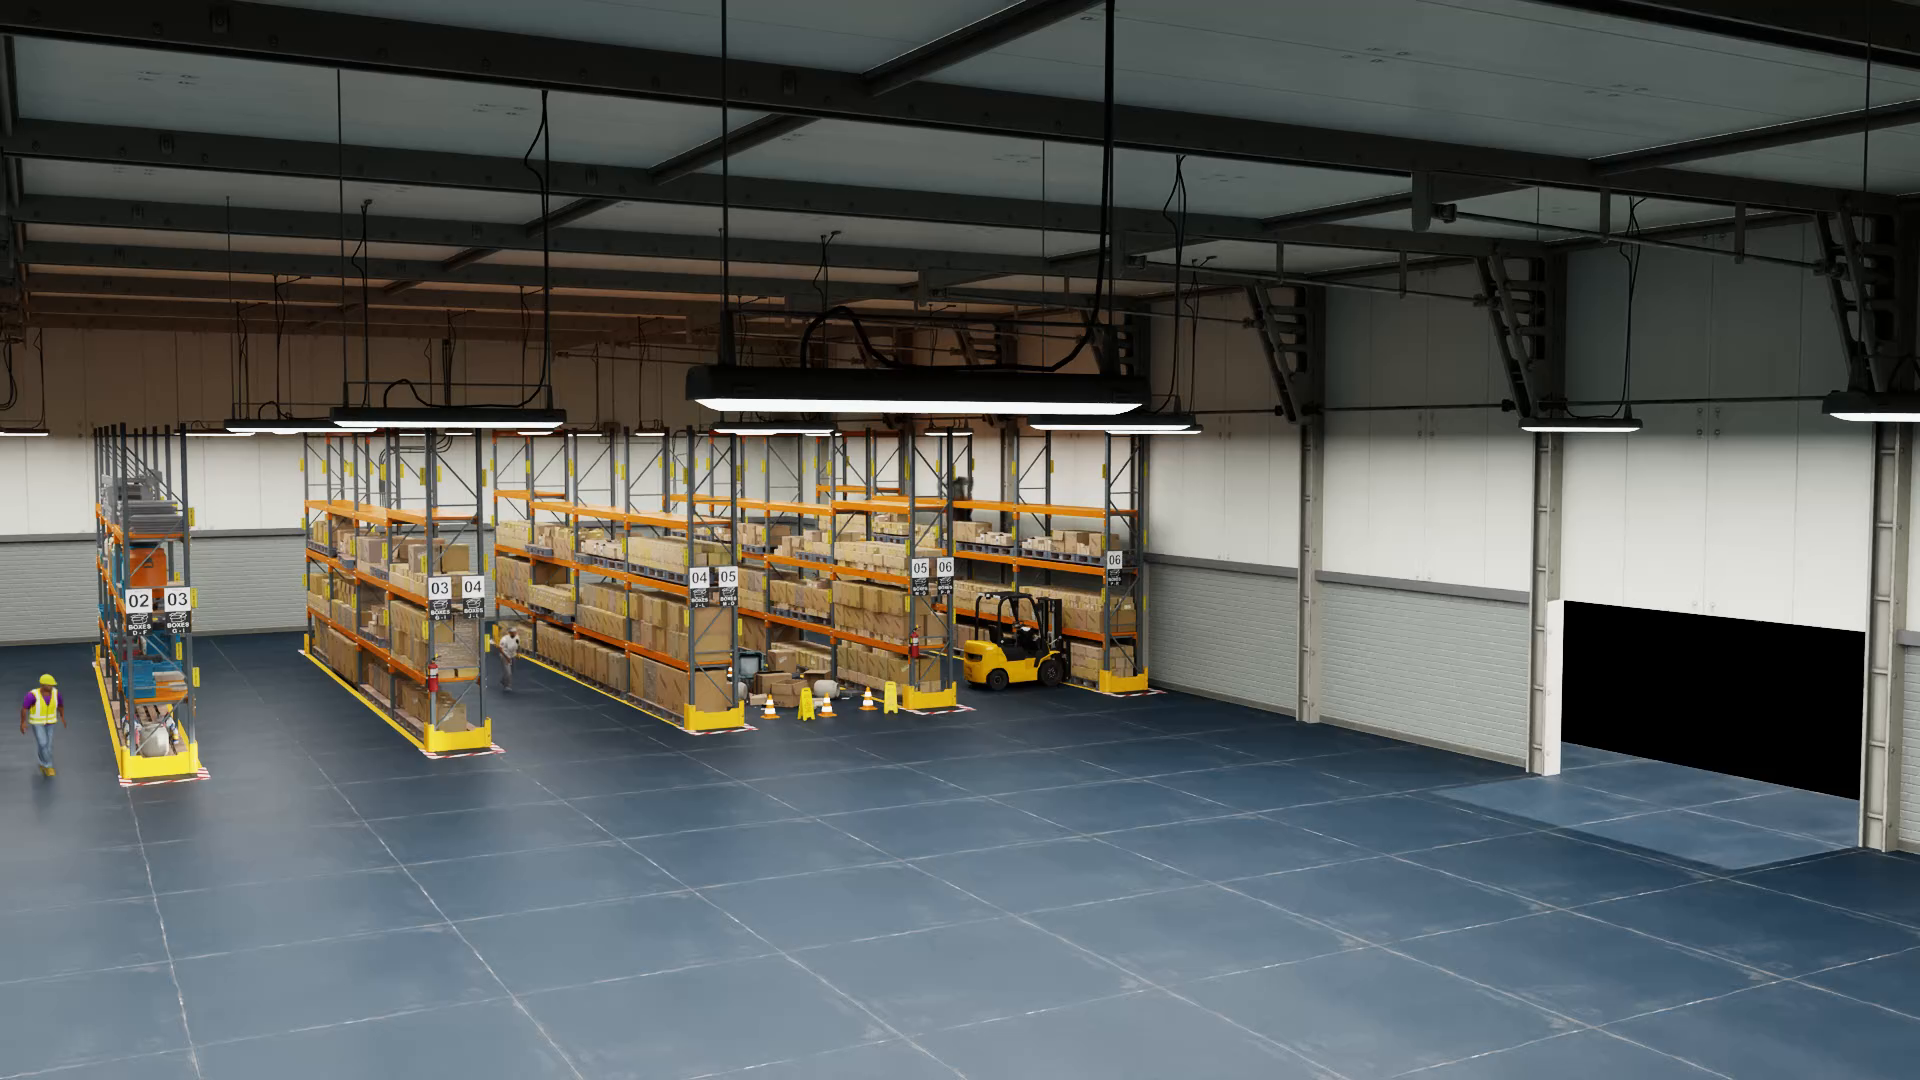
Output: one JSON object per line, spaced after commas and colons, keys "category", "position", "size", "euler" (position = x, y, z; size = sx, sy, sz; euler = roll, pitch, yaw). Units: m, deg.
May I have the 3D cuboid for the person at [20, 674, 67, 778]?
{"category": "person", "position": [-15.623, 3.146, 28.307], "size": [0.739, 1.760, 0.678], "euler": [3, 4, 39]}

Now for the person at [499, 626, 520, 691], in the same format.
{"category": "person", "position": [-10.287, 2.675, 37.858], "size": [0.862, 1.512, 0.604], "euler": [2, 4, 35]}
